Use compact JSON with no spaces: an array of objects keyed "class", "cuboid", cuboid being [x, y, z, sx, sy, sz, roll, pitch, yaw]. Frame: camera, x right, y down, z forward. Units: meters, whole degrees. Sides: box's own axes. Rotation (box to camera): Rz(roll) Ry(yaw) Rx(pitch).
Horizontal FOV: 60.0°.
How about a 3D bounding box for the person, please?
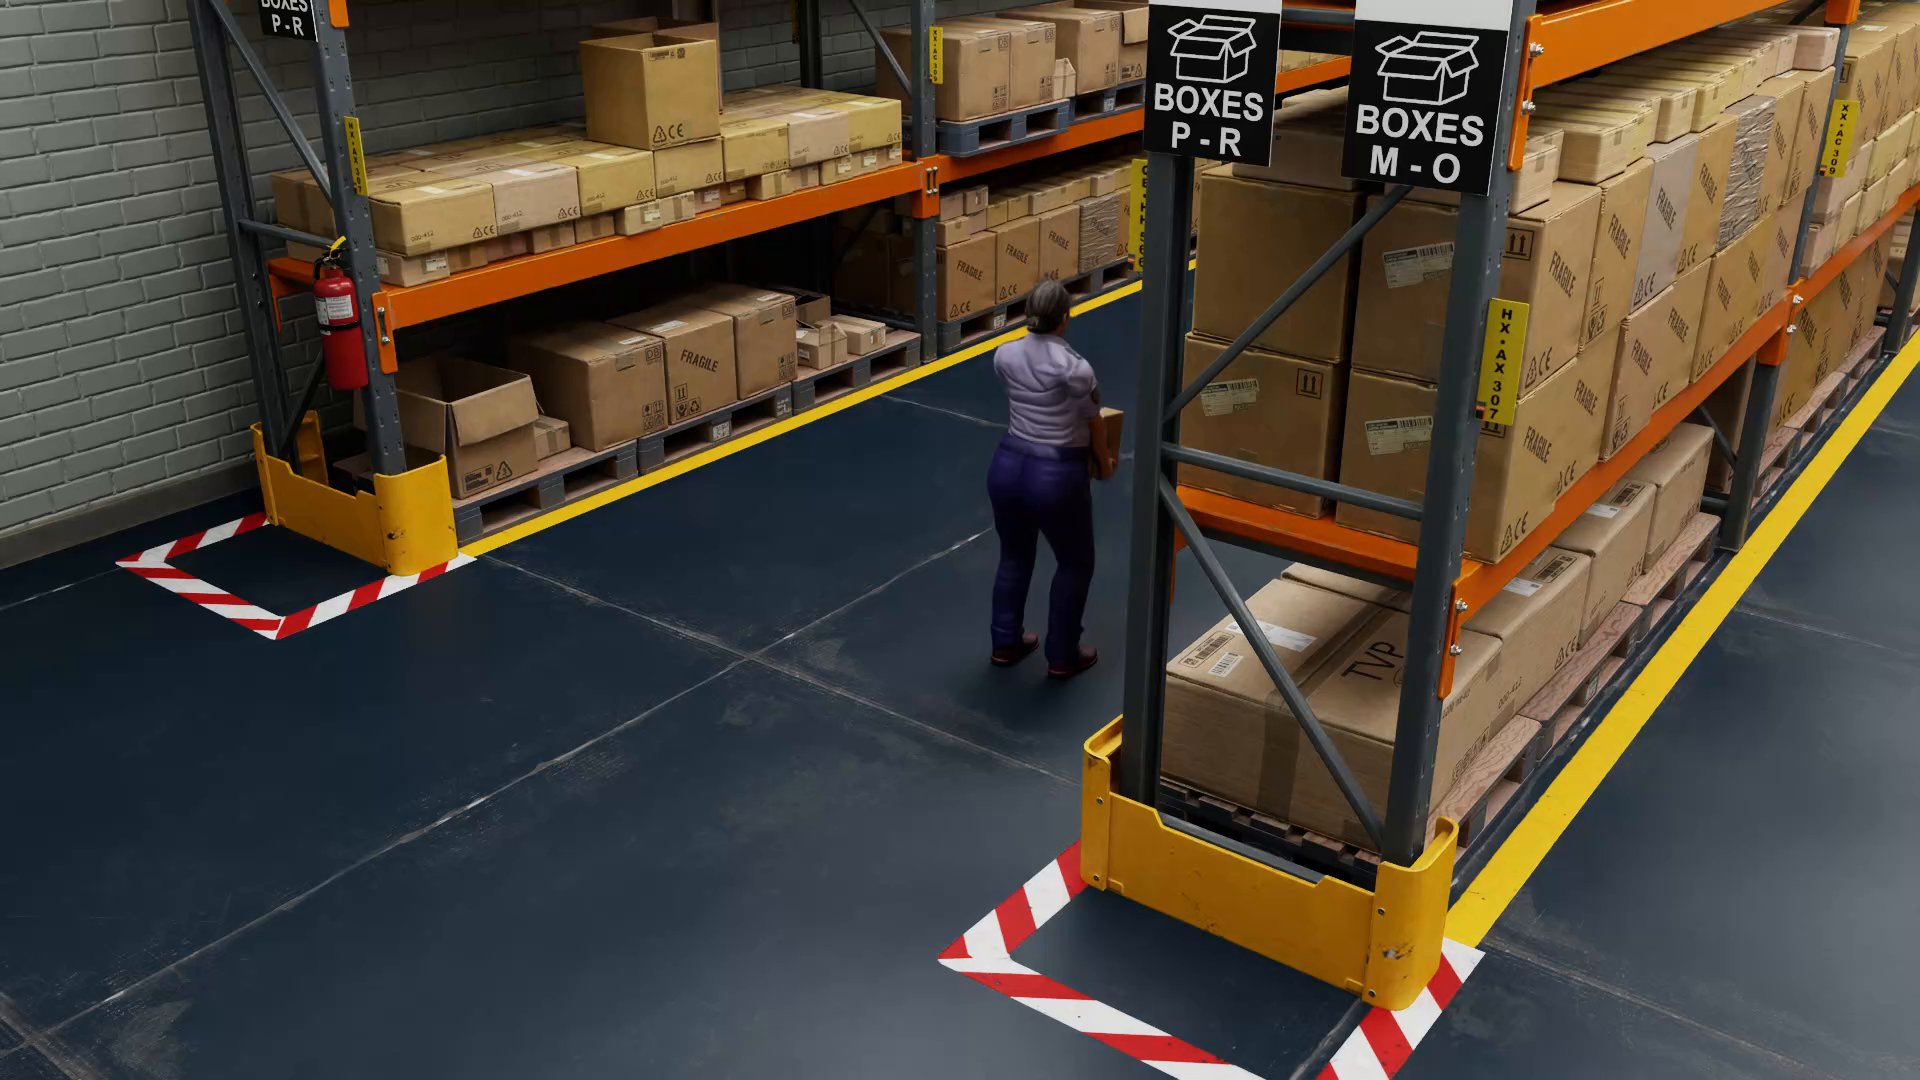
[{"class":"person","cuboid":[0.367,-0.252,6.708,0.434,1.645,0.536,16,28,32]}]
